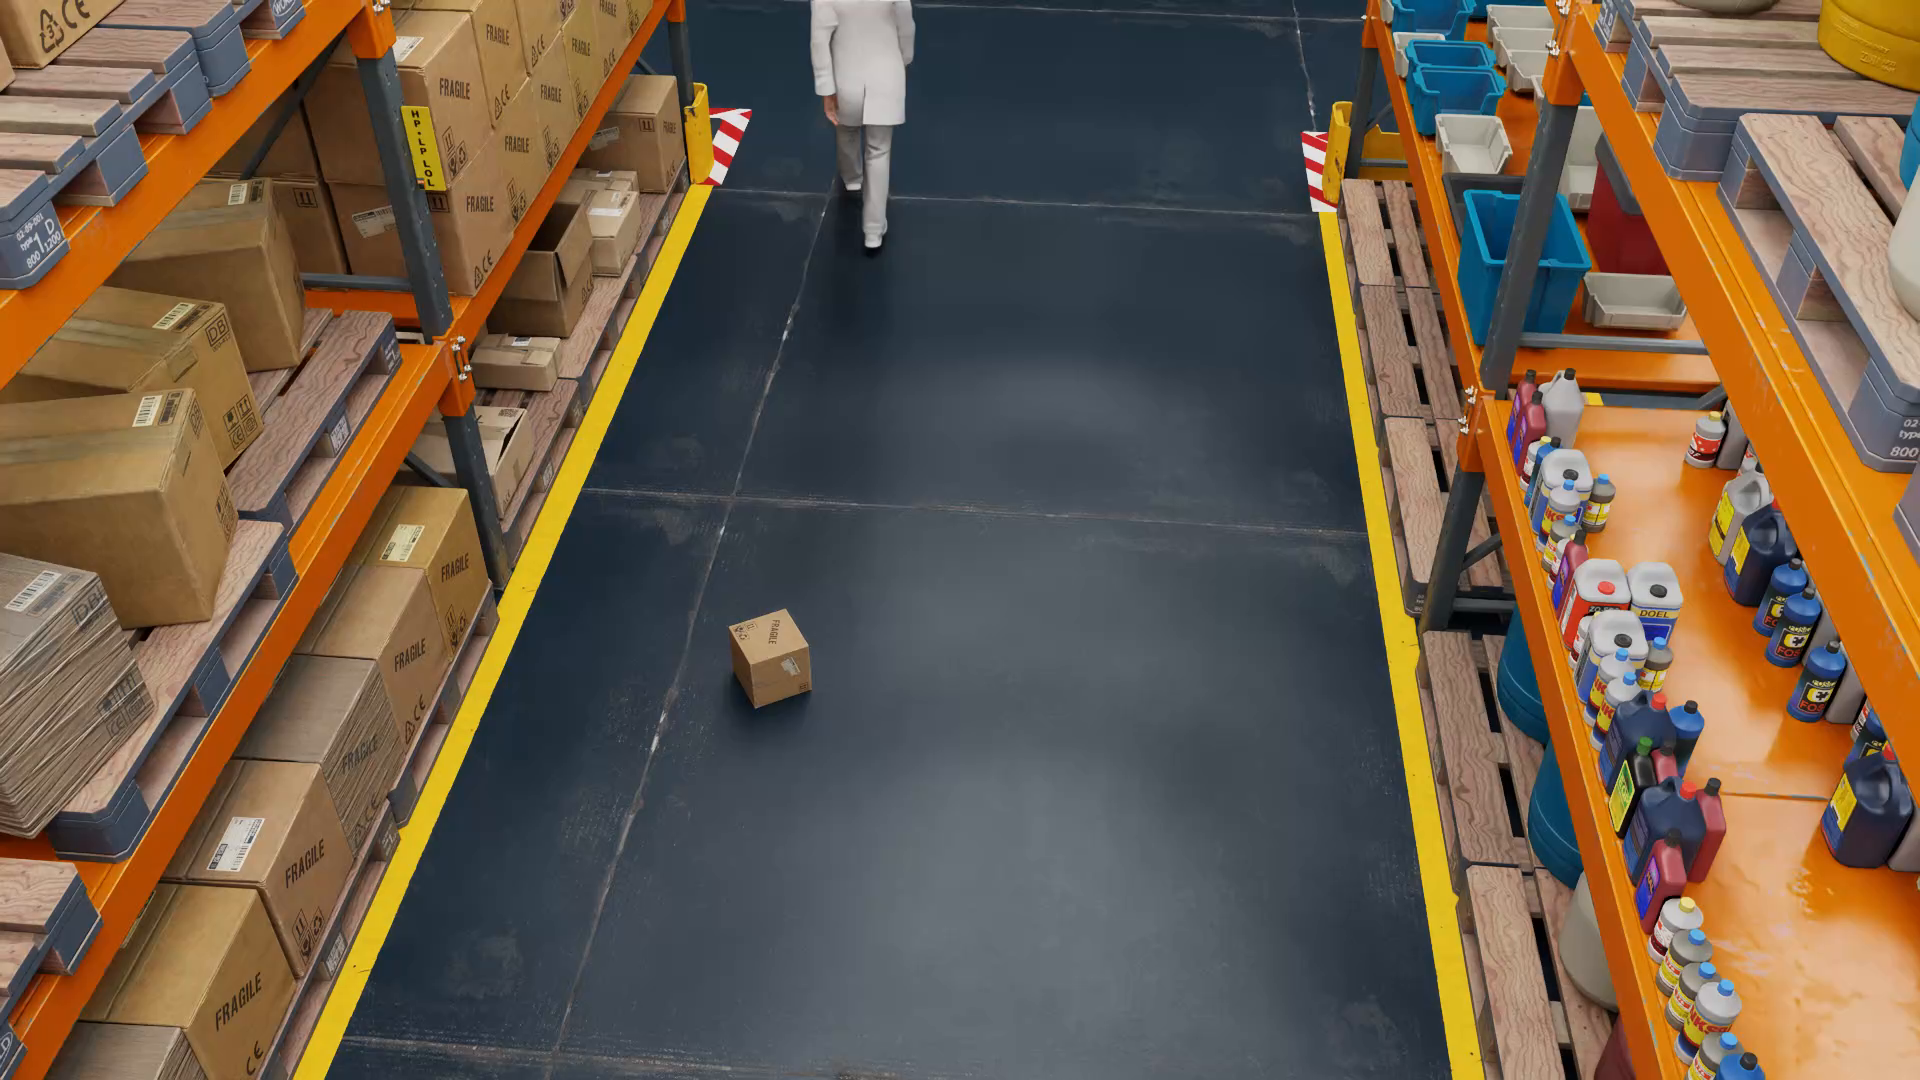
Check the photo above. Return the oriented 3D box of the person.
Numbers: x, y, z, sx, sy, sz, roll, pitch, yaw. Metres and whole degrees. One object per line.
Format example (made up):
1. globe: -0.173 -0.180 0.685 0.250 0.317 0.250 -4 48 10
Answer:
1. person: -0.528 -2.637 9.339 0.567 1.731 1.048 0 40 0
